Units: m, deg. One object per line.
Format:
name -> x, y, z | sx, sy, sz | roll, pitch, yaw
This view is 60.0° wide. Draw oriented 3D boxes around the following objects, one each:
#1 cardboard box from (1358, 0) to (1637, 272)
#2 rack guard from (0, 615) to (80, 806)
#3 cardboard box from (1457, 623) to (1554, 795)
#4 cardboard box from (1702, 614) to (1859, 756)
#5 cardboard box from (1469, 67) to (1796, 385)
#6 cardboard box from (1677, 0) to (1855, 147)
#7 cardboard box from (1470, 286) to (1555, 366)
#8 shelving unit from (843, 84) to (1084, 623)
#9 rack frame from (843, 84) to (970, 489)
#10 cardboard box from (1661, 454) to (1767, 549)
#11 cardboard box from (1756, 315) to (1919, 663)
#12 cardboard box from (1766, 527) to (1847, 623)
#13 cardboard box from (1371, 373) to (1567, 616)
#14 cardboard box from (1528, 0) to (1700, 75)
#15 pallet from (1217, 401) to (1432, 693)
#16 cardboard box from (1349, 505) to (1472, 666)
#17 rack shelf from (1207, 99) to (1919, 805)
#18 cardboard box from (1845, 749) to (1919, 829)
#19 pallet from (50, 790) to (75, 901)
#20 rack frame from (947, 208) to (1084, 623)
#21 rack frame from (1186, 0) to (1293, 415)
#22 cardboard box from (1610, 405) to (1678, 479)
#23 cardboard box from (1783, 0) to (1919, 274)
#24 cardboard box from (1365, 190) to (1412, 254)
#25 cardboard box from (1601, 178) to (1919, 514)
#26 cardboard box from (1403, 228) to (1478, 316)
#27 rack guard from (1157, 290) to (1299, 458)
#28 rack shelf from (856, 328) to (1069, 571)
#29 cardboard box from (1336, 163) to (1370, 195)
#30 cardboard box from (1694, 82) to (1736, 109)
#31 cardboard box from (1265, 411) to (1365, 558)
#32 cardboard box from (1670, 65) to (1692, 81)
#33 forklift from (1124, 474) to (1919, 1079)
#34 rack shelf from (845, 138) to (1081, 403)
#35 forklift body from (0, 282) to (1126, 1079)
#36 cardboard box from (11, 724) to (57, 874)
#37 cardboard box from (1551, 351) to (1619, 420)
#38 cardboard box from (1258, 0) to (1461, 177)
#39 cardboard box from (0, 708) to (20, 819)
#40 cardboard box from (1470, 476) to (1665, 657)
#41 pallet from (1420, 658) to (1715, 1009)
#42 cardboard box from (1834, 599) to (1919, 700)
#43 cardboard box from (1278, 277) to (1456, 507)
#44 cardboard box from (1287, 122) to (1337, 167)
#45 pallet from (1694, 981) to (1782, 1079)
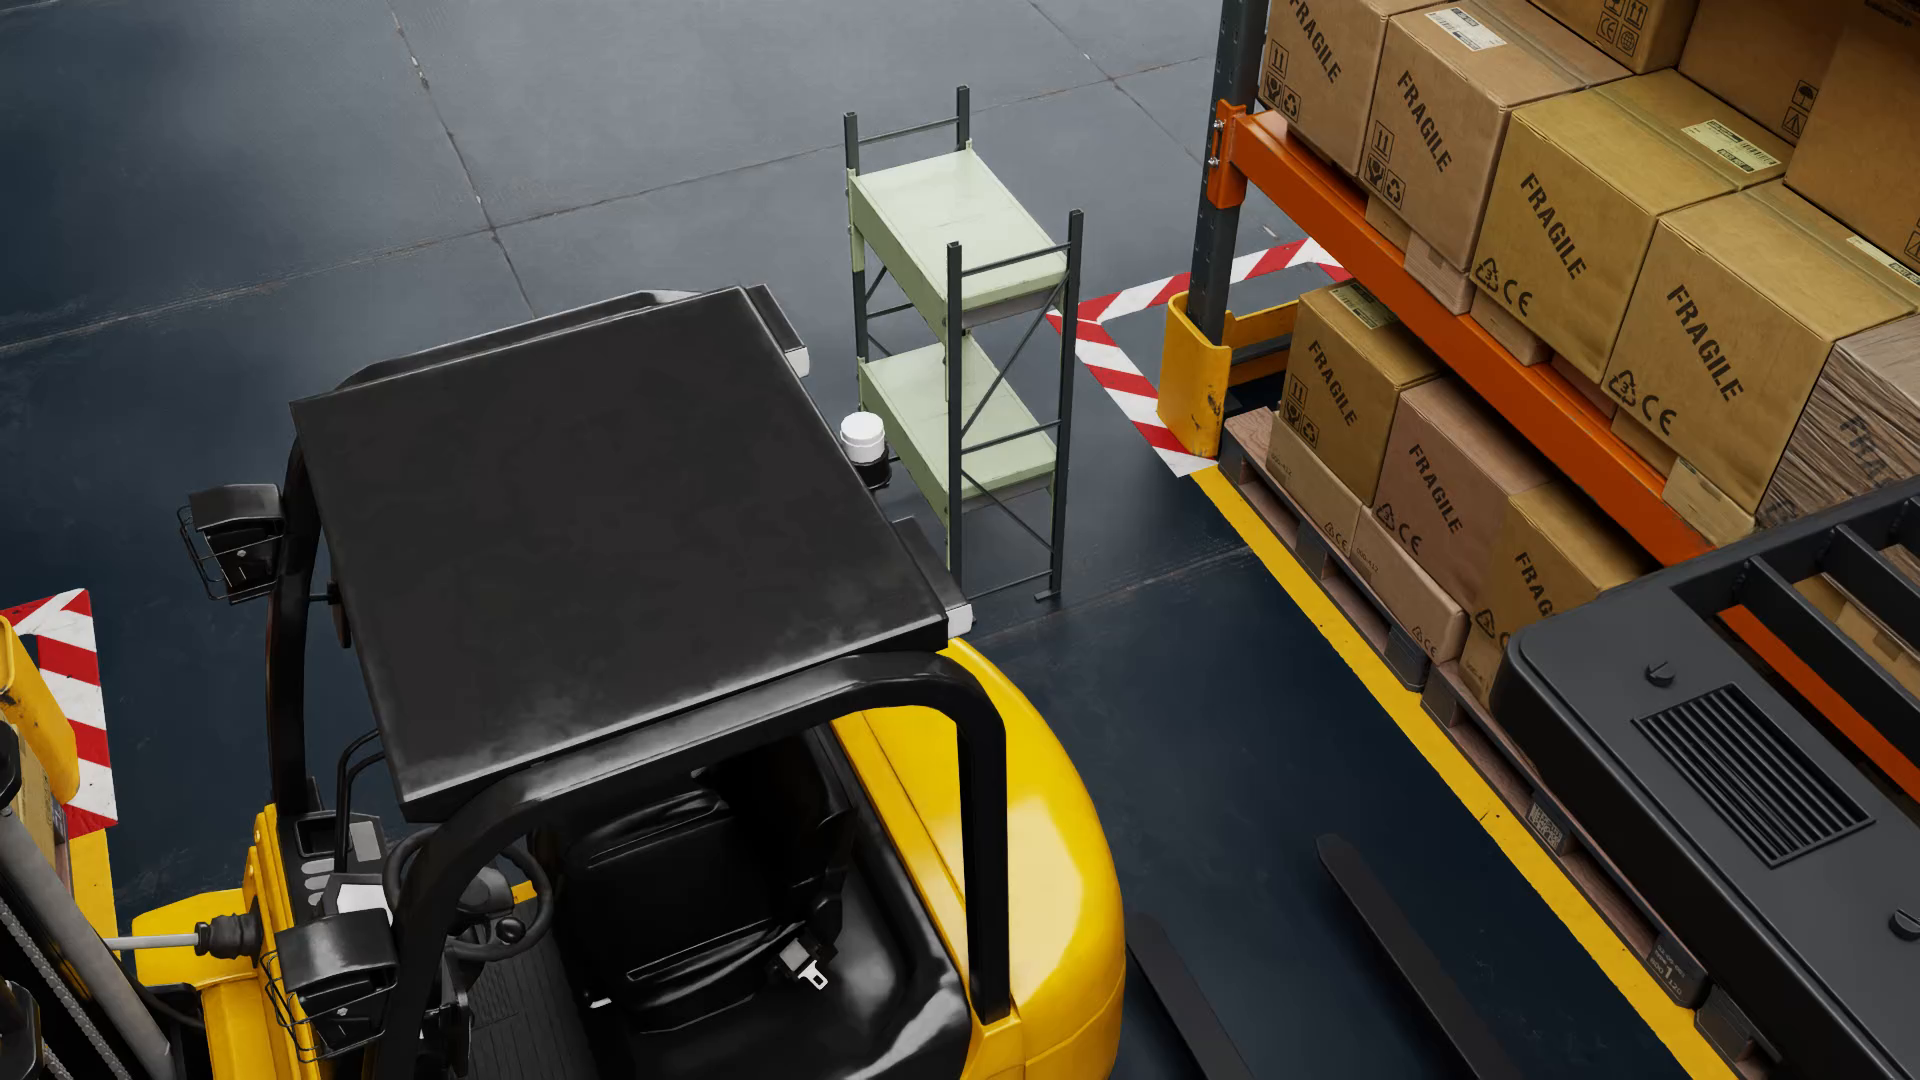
cardboard box -> 1.455, -1.110, 4.457 | 0.500, 0.500, 0.500 | -17, 47, -16
rack guard -> -3.225, 0.661, 4.724 | 1.175, 0.500, 0.348 | -18, 47, -17
cardboard box -> 1.824, 0.415, 4.853 | 0.500, 0.250, 0.500 | -15, 47, -15
cardboard box -> 2.045, 0.483, 4.249 | 0.500, 0.500, 0.500 | -16, 47, -15
cardboard box -> 1.670, -0.786, 4.128 | 0.500, 0.500, 0.500 | -19, 48, -18
cardboard box -> 2.213, -1.299, 3.936 | 0.700, 0.500, 0.500 | -19, 48, -18
cardboard box -> 1.603, -0.635, 4.437 | 0.380, 0.149, 0.250 | -17, 47, -16
shelving unit -> -0.003, -0.538, 5.228 | 0.431, 1.500, 0.755 | -18, 47, -17
rack frame -> -0.157, -0.771, 5.464 | 0.400, 1.500, 0.023 | -18, 47, -17
cardboard box -> 1.905, -0.130, 3.925 | 0.380, 0.149, 0.250 | -18, 47, -17
cardboard box -> 2.111, -0.139, 3.473 | 0.500, 0.500, 0.500 | -17, 47, -16
cardboard box -> 2.046, 0.023, 3.769 | 0.380, 0.149, 0.250 | -19, 48, -18
cardboard box -> 1.609, -0.177, 4.918 | 0.500, 0.500, 0.500 | -20, 48, -19
cardboard box -> 1.906, -1.593, 4.234 | 0.700, 0.500, 0.500 | -18, 47, -17
pallet -> 1.628, -0.113, 5.714 | 1.003, 0.211, 1.213 | -18, 47, -17
cardboard box -> 1.583, 0.071, 5.201 | 0.500, 0.250, 0.500 | -16, 47, -16
rack shelf -> 2.128, -0.151, 4.280 | 1.077, 0.370, 4.000 | -18, 47, -17
cardboard box -> 2.261, 0.808, 3.920 | 0.500, 0.500, 0.500 | -17, 47, -17
pallet -> -2.856, 1.254, 4.329 | 1.003, 0.211, 1.213 | -18, 47, -17
rack frame -> 0.151, -0.305, 4.991 | 0.400, 1.500, 0.023 | -18, 47, -17
rack frame -> 1.287, -1.682, 5.319 | 1.000, 3.000, 0.127 | -18, 47, -17
cardboard box -> 1.853, -0.307, 4.105 | 0.380, 0.149, 0.250 | -19, 48, -18
cardboard box -> 2.297, -0.940, 3.572 | 0.700, 0.500, 0.500 | -18, 47, -18
cardboard box -> 1.399, -0.965, 4.771 | 0.380, 0.149, 0.250 | -19, 48, -19
cardboard box -> 1.891, -0.464, 3.802 | 0.500, 0.500, 0.500 | -19, 48, -18
cardboard box -> 1.464, -0.790, 4.594 | 0.380, 0.149, 0.250 | -17, 47, -17
rack guard -> 1.319, -0.744, 6.148 | 1.175, 0.500, 0.348 | -18, 47, -17
rack shelf -> -0.003, -0.306, 5.457 | 0.431, 0.370, 0.720 | -18, 47, -17
cardboard box -> 1.361, -1.158, 4.967 | 0.380, 0.149, 0.250 | -17, 47, -17
cardboard box -> 2.178, -0.918, 4.262 | 0.500, 0.500, 0.500 | -18, 47, -18
cardboard box -> 1.375, -0.257, 5.533 | 0.500, 0.250, 0.500 | -18, 48, -18
cardboard box -> 1.971, -1.238, 4.586 | 0.500, 0.500, 0.500 | -18, 47, -17
forklift -> 1.347, 0.992, 2.658 | 1.130, 2.935, 3.031 | -17, 47, -17
rack shelf -> -0.003, -0.816, 4.953 | 0.431, 0.370, 0.720 | -18, 47, -17
forklift body -> -0.763, 0.758, 3.450 | 2.313, 2.155, 1.214 | -18, 47, -17
cardboard box -> -2.731, 0.822, 4.440 | 0.500, 0.250, 0.500 | -18, 47, -17
cardboard box -> 1.769, -0.484, 4.284 | 0.380, 0.149, 0.250 | -17, 47, -16
cardboard box -> 1.234, -1.440, 4.790 | 0.500, 0.500, 0.500 | -19, 48, -18
cardboard box -> -2.727, 0.656, 4.253 | 0.500, 0.250, 0.500 | -19, 48, -18
cardboard box -> 1.813, 0.145, 4.592 | 0.500, 0.500, 0.500 | -17, 47, -17
pallet -> 2.137, 0.664, 4.927 | 1.003, 0.211, 1.213 | -18, 47, -17
cardboard box -> 2.127, 0.195, 3.595 | 0.380, 0.149, 0.250 | -19, 48, -18
cardboard box -> 1.385, -0.509, 5.255 | 0.500, 0.500, 0.500 | -20, 48, -19
cardboard box -> 1.242, -1.315, 5.126 | 0.380, 0.149, 0.250 | -18, 47, -17
pallet -> 2.654, 1.442, 4.138 | 1.003, 0.211, 1.213 | -18, 47, -17
